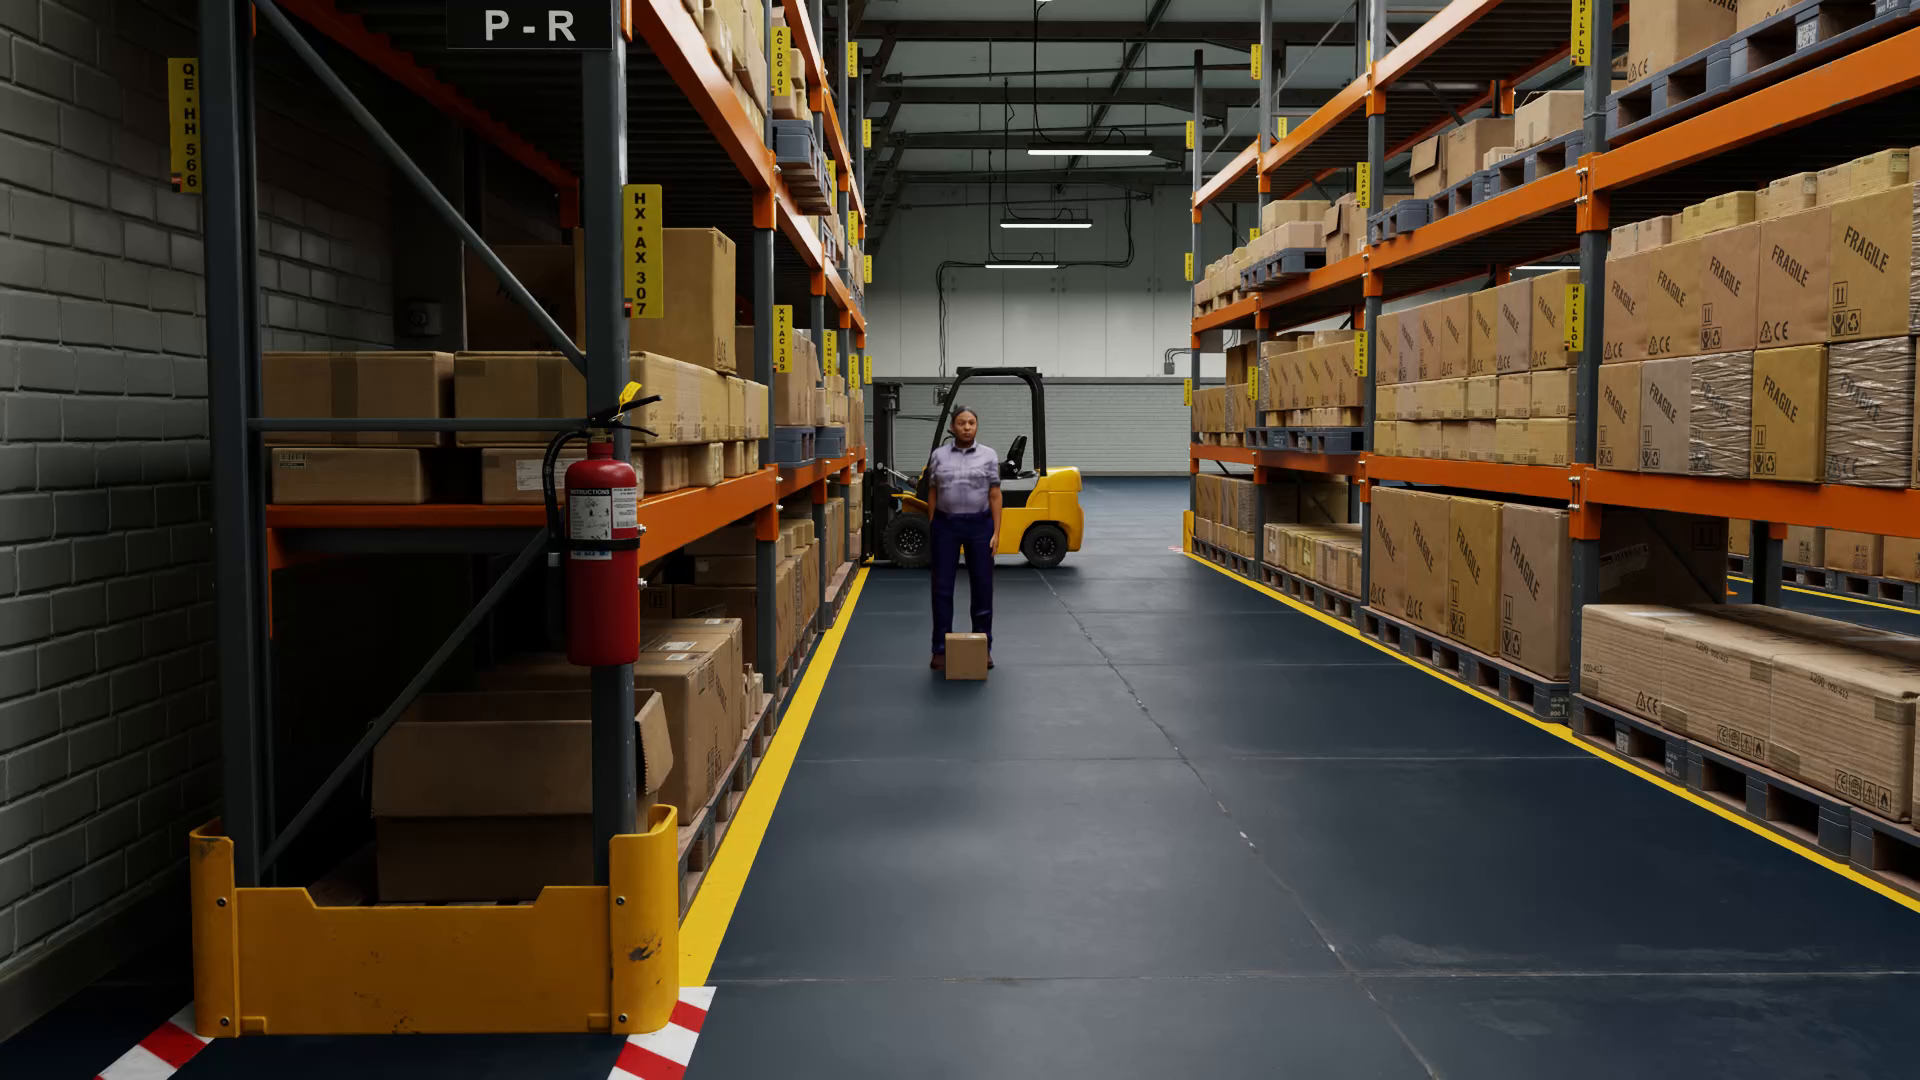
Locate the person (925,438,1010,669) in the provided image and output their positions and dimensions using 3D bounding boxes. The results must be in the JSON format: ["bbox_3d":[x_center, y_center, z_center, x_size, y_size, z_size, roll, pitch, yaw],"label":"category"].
[{"bbox_3d":[0.048,0.086,10.422,0.530,1.446,0.538,0,4,-1],"label":"person"}]
